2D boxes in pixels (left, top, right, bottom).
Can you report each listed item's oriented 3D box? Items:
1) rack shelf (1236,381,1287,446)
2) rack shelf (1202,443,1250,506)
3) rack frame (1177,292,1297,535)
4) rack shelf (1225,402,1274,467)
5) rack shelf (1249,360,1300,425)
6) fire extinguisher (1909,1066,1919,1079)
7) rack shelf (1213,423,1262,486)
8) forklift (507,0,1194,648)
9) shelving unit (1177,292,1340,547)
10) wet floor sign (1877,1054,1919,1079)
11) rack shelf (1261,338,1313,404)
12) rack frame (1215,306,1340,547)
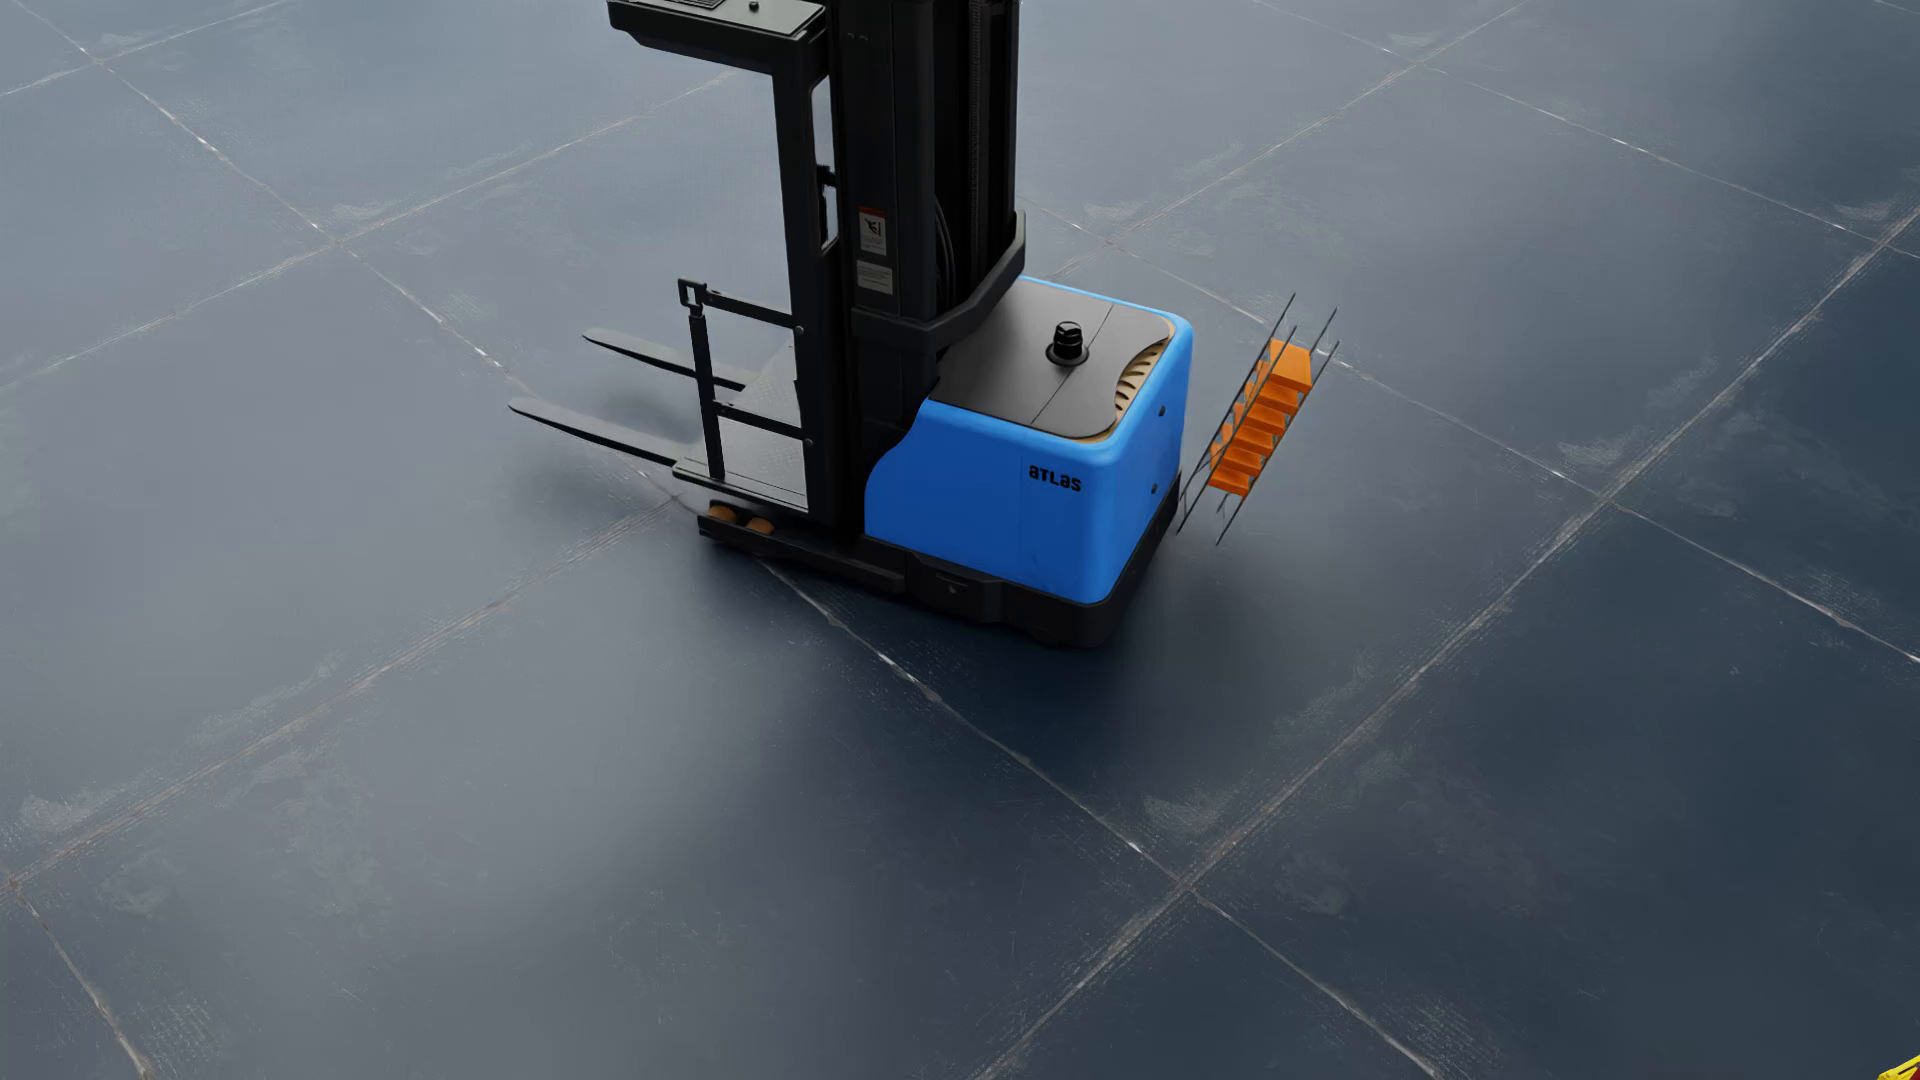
[{"bbox_3d":[1.259,-0.533,6.952,0.180,0.103,0.258,17,43,-7],"label":"rack shelf"},{"bbox_3d":[1.151,-0.290,7.194,0.180,0.103,0.258,17,43,-7],"label":"rack shelf"},{"bbox_3d":[1.150,-0.510,6.991,0.006,1.200,0.240,17,43,-7],"label":"rack frame"},{"bbox_3d":[1.223,-0.452,7.032,0.180,0.103,0.258,17,43,-7],"label":"rack shelf"},{"bbox_3d":[1.295,-0.615,6.871,0.180,0.103,0.258,17,43,-7],"label":"rack shelf"},{"bbox_3d":[2.373,1.225,3.888,0.296,0.674,0.183,-34,53,-31],"label":"fire extinguisher"},{"bbox_3d":[1.187,-0.371,7.113,0.180,0.103,0.258,17,43,-7],"label":"rack shelf"},{"bbox_3d":[-0.591,-1.315,6.631,3.031,2.935,1.130,17,46,18],"label":"forklift"},{"bbox_3d":[1.237,-0.482,7.003,0.189,1.200,0.258,17,43,-7],"label":"shelving unit"},{"bbox_3d":[2.751,1.733,5.016,0.267,0.644,0.232,-18,46,-18],"label":"wet floor sign"},{"bbox_3d":[1.331,-0.696,6.790,0.180,0.103,0.258,17,43,-7],"label":"rack shelf"},{"bbox_3d":[1.323,-0.455,7.014,0.006,1.200,0.240,17,43,-7],"label":"rack frame"}]
